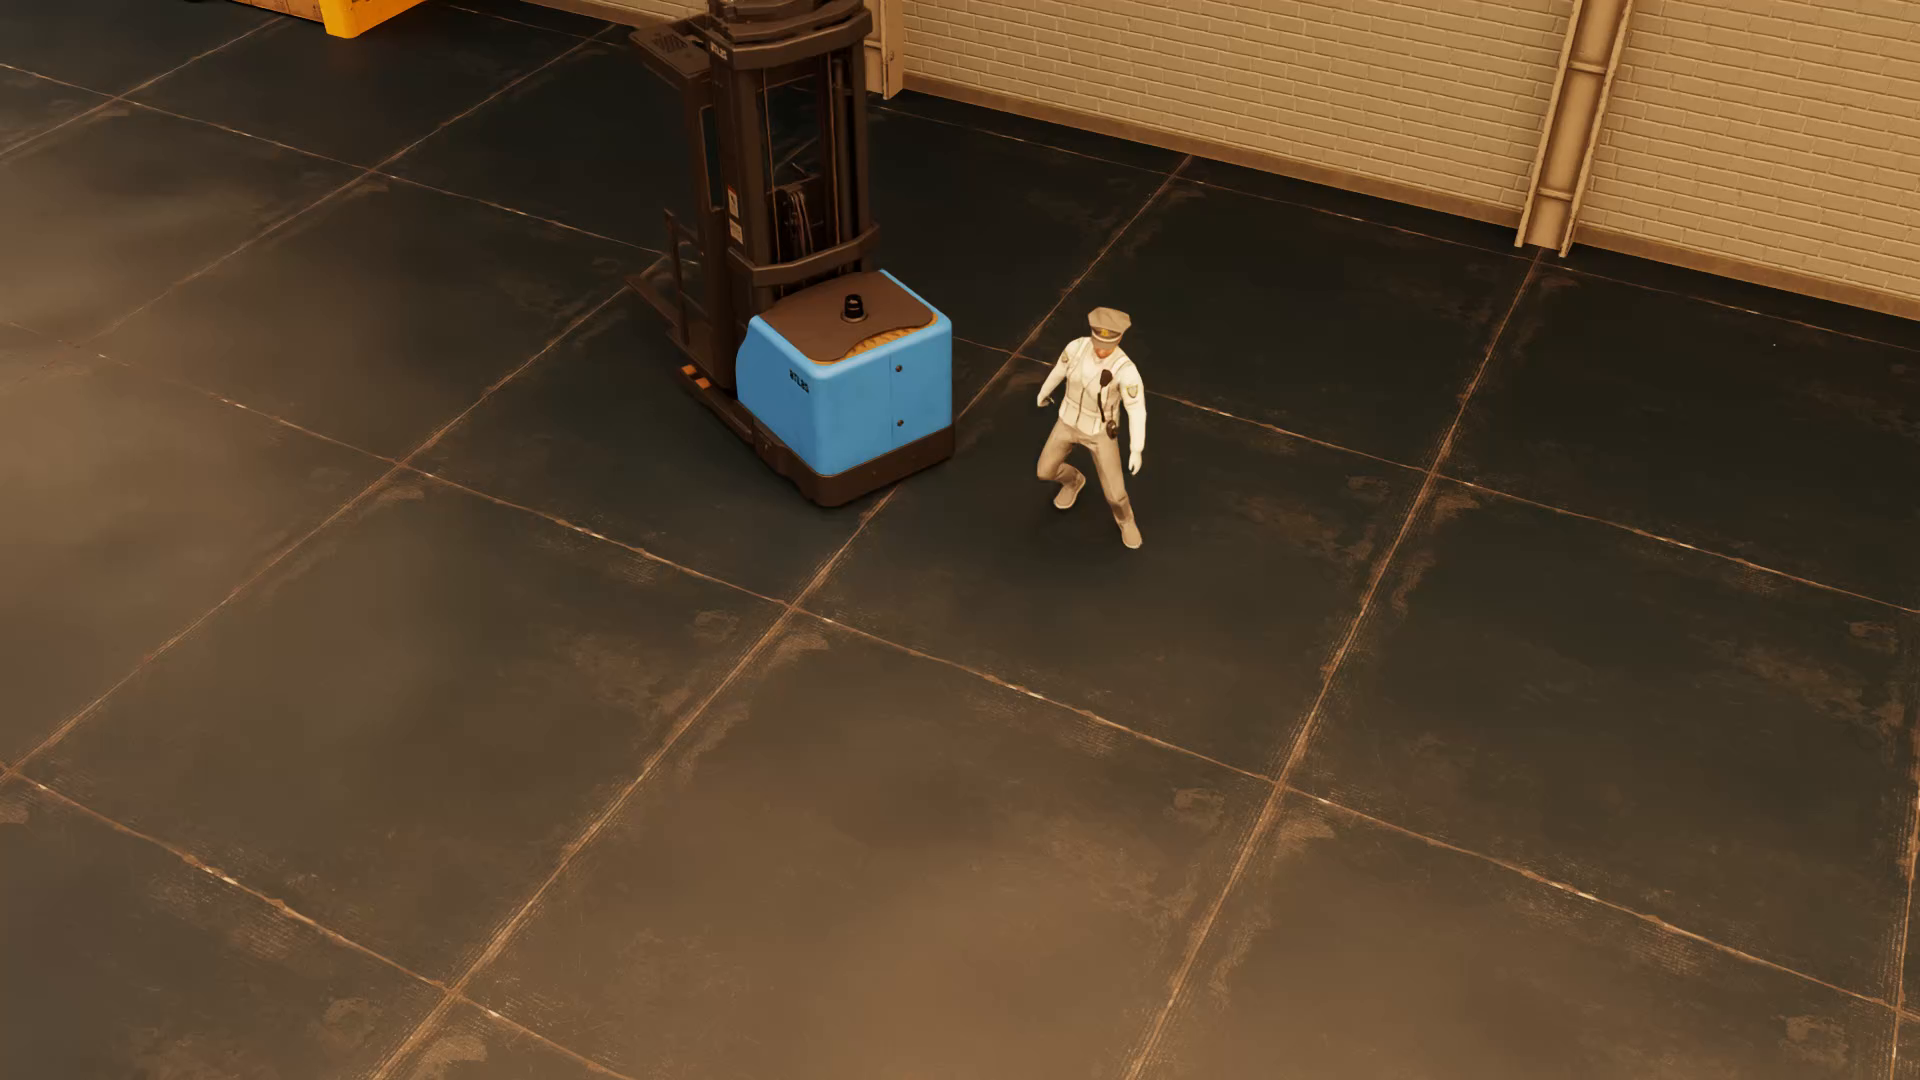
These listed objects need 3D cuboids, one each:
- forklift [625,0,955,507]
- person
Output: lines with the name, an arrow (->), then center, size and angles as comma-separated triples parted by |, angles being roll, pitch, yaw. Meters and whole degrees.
forklift -> -1.305, -2.231, 10.636 | 1.130, 2.935, 3.031 | -25, 46, -27
person -> 0.770, -0.705, 9.885 | 0.817, 1.588, 0.460 | 27, 47, 29
